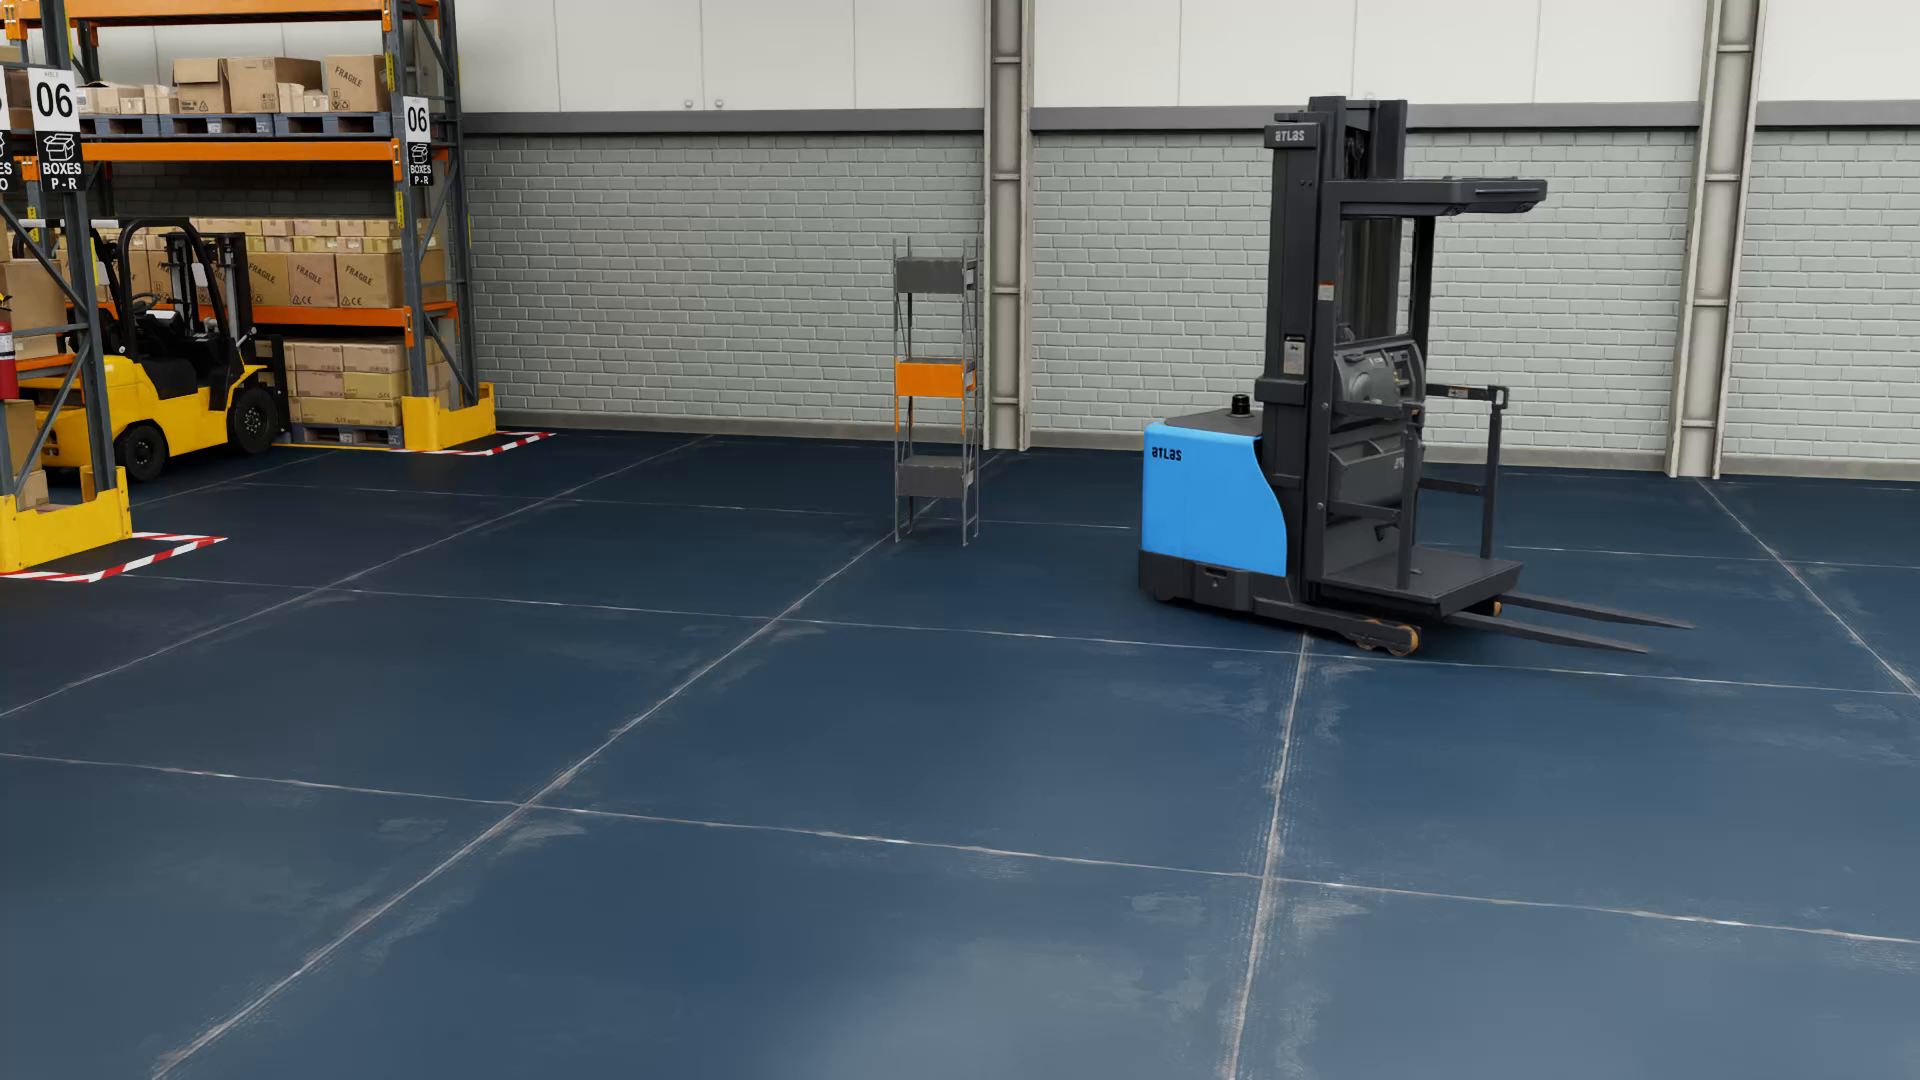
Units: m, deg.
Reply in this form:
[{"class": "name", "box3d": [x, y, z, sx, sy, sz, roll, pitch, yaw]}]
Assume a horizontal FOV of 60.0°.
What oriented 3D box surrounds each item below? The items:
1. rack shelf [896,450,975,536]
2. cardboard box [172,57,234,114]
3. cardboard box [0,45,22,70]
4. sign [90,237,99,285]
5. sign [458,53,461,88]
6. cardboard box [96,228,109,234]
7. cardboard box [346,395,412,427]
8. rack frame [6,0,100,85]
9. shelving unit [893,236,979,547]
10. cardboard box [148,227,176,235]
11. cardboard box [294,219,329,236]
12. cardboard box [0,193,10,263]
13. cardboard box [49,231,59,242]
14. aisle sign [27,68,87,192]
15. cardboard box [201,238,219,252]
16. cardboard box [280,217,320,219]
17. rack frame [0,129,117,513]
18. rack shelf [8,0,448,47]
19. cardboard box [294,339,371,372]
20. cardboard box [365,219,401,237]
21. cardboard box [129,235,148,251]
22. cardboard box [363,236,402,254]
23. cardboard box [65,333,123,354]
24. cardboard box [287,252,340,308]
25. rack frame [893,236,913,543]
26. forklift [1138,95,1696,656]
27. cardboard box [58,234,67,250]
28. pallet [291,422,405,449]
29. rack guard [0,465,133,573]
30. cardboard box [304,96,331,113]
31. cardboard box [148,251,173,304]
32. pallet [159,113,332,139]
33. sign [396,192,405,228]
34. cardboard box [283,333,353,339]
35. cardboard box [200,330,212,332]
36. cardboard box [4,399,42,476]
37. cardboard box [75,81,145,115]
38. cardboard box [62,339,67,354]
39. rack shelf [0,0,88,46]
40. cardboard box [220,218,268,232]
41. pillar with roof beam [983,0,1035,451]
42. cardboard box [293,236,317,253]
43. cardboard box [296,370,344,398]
[{"class": "rack shelf", "box3d": [-0.161, -0.337, 11.700, 0.480, 0.518, 0.431, 3, 13, 14]}, {"class": "cardboard box", "box3d": [-6.940, -4.273, 15.705, 0.637, 0.503, 0.797, 3, 13, 15]}, {"class": "cardboard box", "box3d": [-6.404, -3.169, 10.904, 0.250, 0.149, 0.380, 3, 13, 13]}, {"class": "sign", "box3d": [-5.978, -1.913, 11.432, 0.005, 0.325, 0.100, 3, 13, 14]}, {"class": "sign", "box3d": [-4.784, -4.466, 15.814, 0.005, 0.325, 0.100, 3, 13, 14]}, {"class": "cardboard box", "box3d": [-8.288, -3.069, 16.225, 0.250, 0.149, 0.380, 3, 13, 14]}, {"class": "cardboard box", "box3d": [-5.454, -1.241, 15.780, 0.500, 0.250, 0.500, 3, 13, 14]}, {"class": "rack frame", "box3d": [-8.806, -5.557, 16.003, 0.127, 3.000, 1.000, 3, 13, 14]}, {"class": "shelving unit", "box3d": [-0.161, -1.034, 11.545, 0.503, 2.100, 0.431, 3, 13, 14]}, {"class": "cardboard box", "box3d": [-7.559, -3.011, 15.964, 0.250, 0.149, 0.380, 3, 13, 13]}, {"class": "cardboard box", "box3d": [-6.052, -2.948, 15.680, 0.250, 0.149, 0.380, 3, 13, 14]}, {"class": "cardboard box", "box3d": [-6.656, -2.039, 10.773, 0.500, 0.500, 0.700, 3, 13, 12]}, {"class": "cardboard box", "box3d": [-9.096, -3.057, 16.857, 0.250, 0.149, 0.380, 3, 13, 12]}, {"class": "aisle sign", "box3d": [-5.974, -2.707, 11.009, 0.004, 0.787, 0.394, 3, 13, 14]}, {"class": "cardboard box", "box3d": [-7.063, -2.837, 15.867, 0.250, 0.149, 0.380, 3, 13, 12]}, {"class": "cardboard box", "box3d": [-6.433, -3.083, 16.291, 0.250, 0.149, 0.380, 3, 13, 12]}, {"class": "rack frame", "box3d": [-6.108, -1.376, 11.012, 0.127, 3.000, 1.000, 3, 13, 14]}, {"class": "rack shelf", "box3d": [-6.864, -4.906, 15.656, 4.000, 0.370, 1.077, 3, 13, 14]}, {"class": "cardboard box", "box3d": [-5.942, -1.755, 15.787, 0.500, 0.250, 0.500, 3, 13, 15]}, {"class": "cardboard box", "box3d": [-5.321, -2.905, 15.488, 0.250, 0.149, 0.380, 3, 13, 14]}, {"class": "cardboard box", "box3d": [-7.826, -2.872, 16.026, 0.250, 0.149, 0.380, 3, 13, 15]}, {"class": "cardboard box", "box3d": [-5.326, -2.745, 15.452, 0.250, 0.149, 0.380, 3, 13, 14]}, {"class": "cardboard box", "box3d": [-8.412, -1.888, 16.386, 0.500, 0.250, 0.500, 3, 13, 13]}, {"class": "cardboard box", "box3d": [-5.965, -2.468, 15.703, 0.500, 0.500, 0.500, 3, 13, 15]}, {"class": "rack frame", "box3d": [-0.398, -1.046, 11.602, 0.015, 2.100, 0.400, 3, 13, 14]}, {"class": "forklift", "box3d": [2.506, -0.934, 9.177, 3.031, 2.935, 1.130, 11, 17, 41]}, {"class": "cardboard box", "box3d": [-8.560, -2.921, 16.248, 0.250, 0.149, 0.380, 3, 13, 13]}, {"class": "pallet", "box3d": [-5.675, -1.090, 16.158, 1.213, 0.211, 1.003, 3, 13, 14]}, {"class": "rack guard", "box3d": [-6.182, -0.160, 11.300, 0.348, 0.500, 1.175, 3, 13, 14]}, {"class": "cardboard box", "box3d": [-5.800, -3.995, 15.269, 0.250, 0.149, 0.380, 3, 13, 12]}, {"class": "cardboard box", "box3d": [-7.436, -2.549, 16.067, 0.500, 0.500, 0.500, 3, 13, 13]}, {"class": "pallet", "box3d": [-6.791, -3.946, 15.875, 1.213, 0.211, 1.003, 3, 13, 14]}, {"class": "sign", "box3d": [-5.066, -2.988, 15.055, 0.005, 0.325, 0.100, 3, 13, 14]}, {"class": "cardboard box", "box3d": [-6.313, -1.889, 16.394, 0.500, 0.250, 0.500, 3, 13, 13]}, {"class": "cardboard box", "box3d": [-7.786, -1.971, 16.761, 0.500, 0.250, 0.500, 3, 13, 13]}, {"class": "cardboard box", "box3d": [-6.848, -0.706, 11.638, 0.500, 0.500, 0.500, 3, 13, 12]}, {"class": "cardboard box", "box3d": [-8.057, -4.208, 15.856, 0.500, 0.311, 0.500, 3, 13, 15]}, {"class": "cardboard box", "box3d": [-9.315, -1.698, 16.976, 0.625, 0.625, 0.875, 4, 13, 16]}, {"class": "rack shelf", "box3d": [-10.748, -5.114, 16.592, 4.000, 0.370, 1.077, 3, 13, 14]}, {"class": "cardboard box", "box3d": [-6.811, -2.984, 15.841, 0.250, 0.149, 0.380, 3, 13, 14]}, {"class": "pillar with roof beam", "box3d": [-0.589, -4.358, 10.601, 0.400, 9.000, 9.100, 3, 13, 14]}, {"class": "cardboard box", "box3d": [-6.057, -2.793, 15.671, 0.250, 0.149, 0.380, 3, 13, 13]}, {"class": "cardboard box", "box3d": [-5.954, -1.515, 15.860, 0.500, 0.250, 0.500, 3, 13, 13]}]
